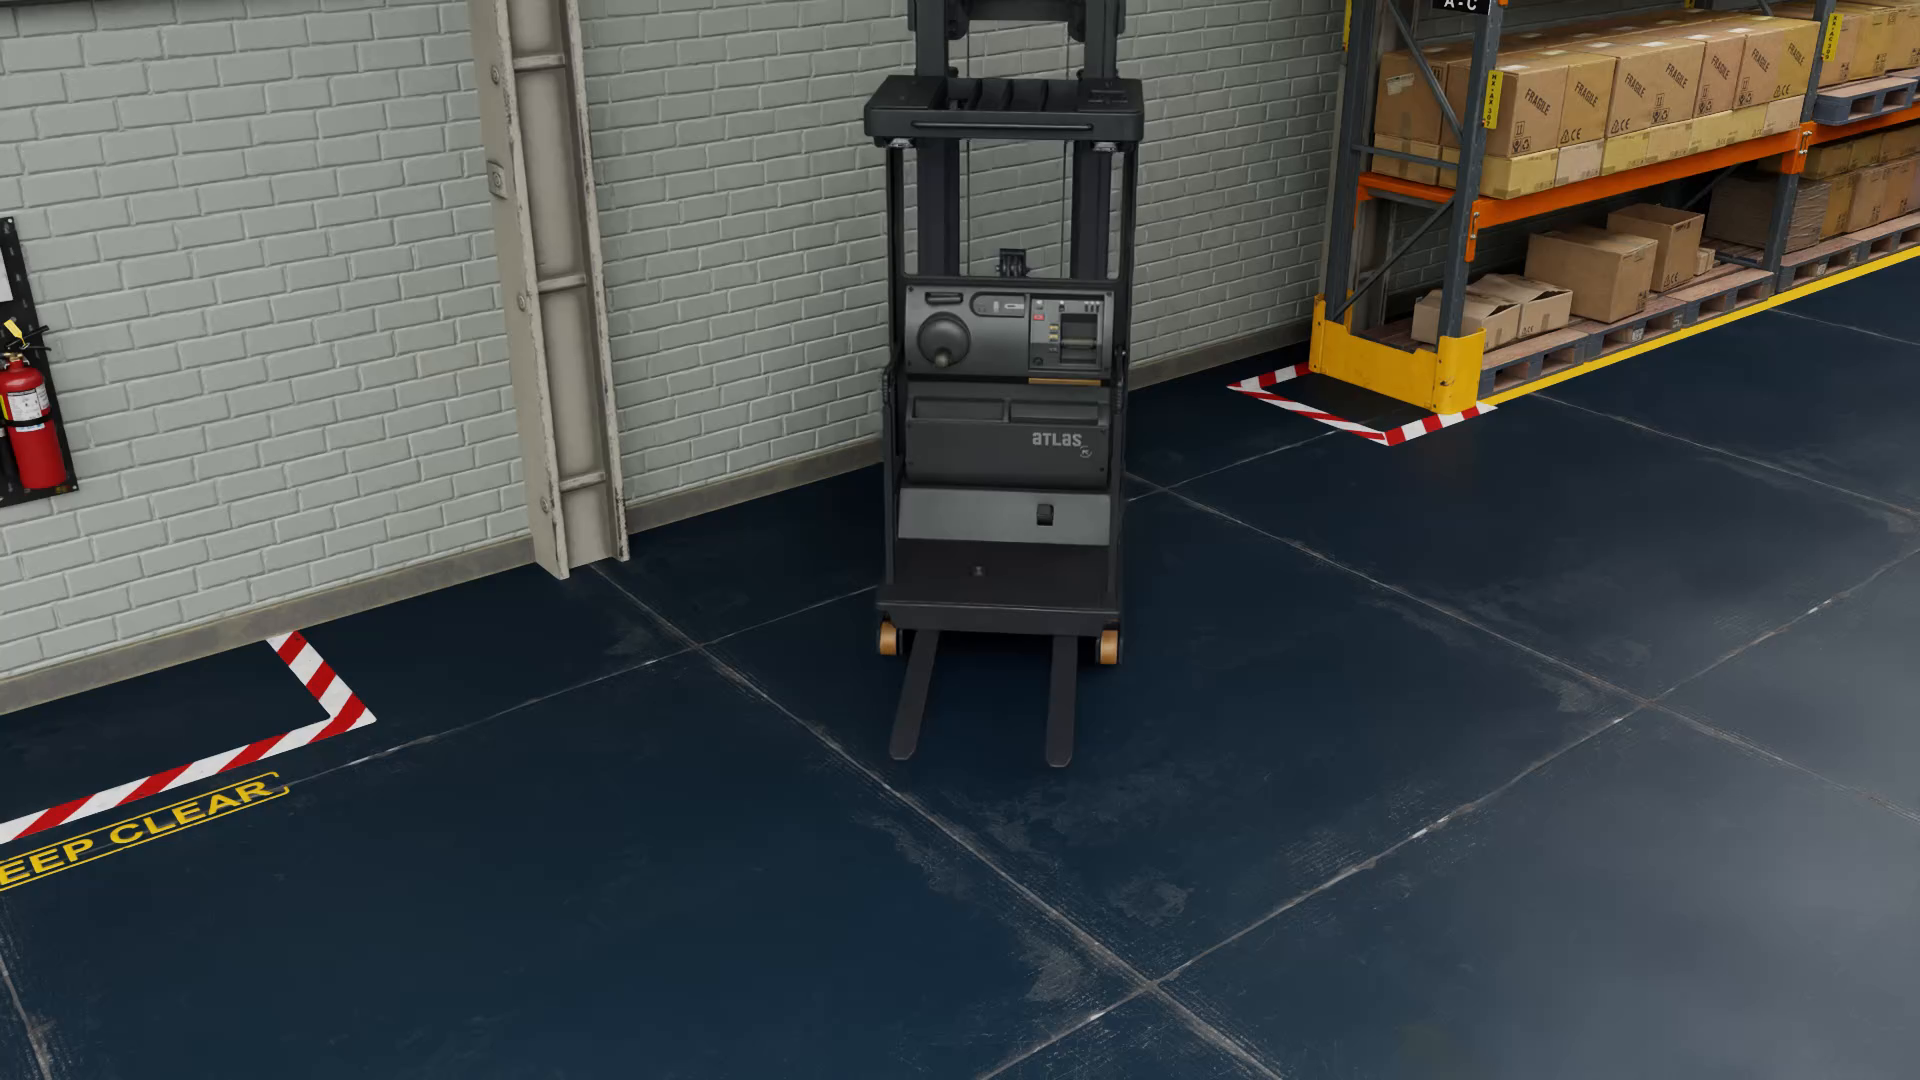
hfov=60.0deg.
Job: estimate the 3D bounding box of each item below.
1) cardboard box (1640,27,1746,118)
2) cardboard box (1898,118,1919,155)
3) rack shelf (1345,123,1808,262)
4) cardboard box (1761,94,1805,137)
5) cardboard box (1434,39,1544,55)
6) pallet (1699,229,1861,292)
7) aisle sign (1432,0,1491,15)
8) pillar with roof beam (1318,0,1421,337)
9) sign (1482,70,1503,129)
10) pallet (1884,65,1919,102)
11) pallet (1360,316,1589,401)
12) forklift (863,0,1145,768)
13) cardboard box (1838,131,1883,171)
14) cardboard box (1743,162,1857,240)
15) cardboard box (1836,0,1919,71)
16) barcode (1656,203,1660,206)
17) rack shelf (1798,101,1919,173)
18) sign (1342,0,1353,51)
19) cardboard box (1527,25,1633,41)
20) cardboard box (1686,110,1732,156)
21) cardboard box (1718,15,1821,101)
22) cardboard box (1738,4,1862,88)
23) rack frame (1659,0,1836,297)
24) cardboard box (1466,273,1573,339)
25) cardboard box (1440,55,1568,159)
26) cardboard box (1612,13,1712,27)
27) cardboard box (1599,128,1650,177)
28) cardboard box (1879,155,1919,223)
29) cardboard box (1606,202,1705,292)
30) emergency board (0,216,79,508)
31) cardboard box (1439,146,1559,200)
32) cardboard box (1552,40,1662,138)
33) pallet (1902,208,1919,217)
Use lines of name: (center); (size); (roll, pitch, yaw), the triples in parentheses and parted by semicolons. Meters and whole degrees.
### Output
cardboard box: (4.938, -3.189, 11.322); (0.500, 0.500, 0.500); (-19, 31, -35)
cardboard box: (8.037, -3.505, 14.295); (0.500, 0.250, 0.500); (-18, 30, -33)
rack shelf: (4.337, -2.546, 11.527); (4.000, 0.370, 1.077); (-18, 31, -34)
cardboard box: (5.725, -3.109, 12.041); (0.500, 0.250, 0.500); (-18, 30, -34)
cardboard box: (3.405, -2.954, 10.816); (0.500, 0.500, 0.500); (-18, 30, -33)
pallet: (6.523, -2.330, 13.519); (1.213, 0.211, 1.003); (-18, 31, -34)
aisle sign: (2.892, -3.414, 9.455); (0.004, 0.787, 0.394); (-18, 31, -34)
pillar with roof beam: (5.437, -4.116, 6.930); (0.400, 9.000, 9.100); (-18, 31, -34)
sign: (3.098, -2.566, 9.687); (0.005, 0.325, 0.100); (-18, 31, -34)
pallet: (7.526, -3.816, 13.637); (1.213, 0.211, 1.003); (-18, 31, -34)
pallet: (3.484, -1.307, 11.315); (1.213, 0.211, 1.003); (-18, 31, -34)
forklift: (0.202, -0.909, 7.226); (1.130, 2.935, 3.031); (2, 25, 4)
cardboard box: (7.232, -3.246, 13.738); (0.500, 0.250, 0.500); (-19, 31, -35)
cardboard box: (6.856, -2.805, 13.678); (0.500, 0.500, 0.700); (-19, 31, -35)
cardboard box: (7.276, -4.082, 13.340); (0.500, 0.500, 0.700); (-14, 28, -27)
barcode: (5.338, -2.542, 12.730); (0.075, 0.075, 0.001); (-18, 31, -34)
rack shelf: (7.485, -3.585, 13.766); (4.000, 0.370, 1.077); (-18, 31, -34)
sign: (2.437, -3.210, 10.353); (0.005, 0.325, 0.100); (-18, 31, -34)
cardboard box: (4.206, -3.221, 11.390); (0.500, 0.500, 0.500); (-18, 30, -33)
cardboard box: (4.942, -2.847, 11.475); (0.500, 0.250, 0.500); (-18, 31, -34)
cardboard box: (5.730, -3.448, 11.879); (0.500, 0.500, 0.500); (-18, 31, -34)
cardboard box: (6.333, -3.758, 12.642); (0.500, 0.500, 0.700); (-18, 30, -34)
rack frame: (5.911, -3.392, 12.495); (0.127, 3.000, 1.000); (-18, 31, -34)
cardboard box: (3.812, -1.631, 11.372); (0.500, 0.311, 0.500); (-15, 29, -30)
cardboard box: (3.325, -2.658, 10.178); (0.500, 0.500, 0.500); (-18, 31, -34)
cardboard box: (5.003, -3.487, 11.964); (0.500, 0.500, 0.500); (-18, 31, -34)
cardboard box: (4.148, -2.585, 10.912); (0.500, 0.250, 0.500); (-19, 31, -35)
cardboard box: (7.674, -3.058, 14.224); (0.500, 0.500, 0.700); (-18, 31, -34)
cardboard box: (5.119, -2.175, 12.319); (0.500, 0.500, 0.500); (-21, 32, -38)
emergency board: (-3.909, -0.633, 6.551); (0.643, 1.169, 0.194); (-18, 31, -34)
cardboard box: (3.343, -2.315, 10.330); (0.500, 0.250, 0.500); (-19, 31, -35)
cardboard box: (4.130, -2.916, 10.733); (0.500, 0.500, 0.500); (-19, 31, -36)
pallet: (8.443, -2.963, 14.885); (1.213, 0.211, 1.003); (-18, 31, -34)
